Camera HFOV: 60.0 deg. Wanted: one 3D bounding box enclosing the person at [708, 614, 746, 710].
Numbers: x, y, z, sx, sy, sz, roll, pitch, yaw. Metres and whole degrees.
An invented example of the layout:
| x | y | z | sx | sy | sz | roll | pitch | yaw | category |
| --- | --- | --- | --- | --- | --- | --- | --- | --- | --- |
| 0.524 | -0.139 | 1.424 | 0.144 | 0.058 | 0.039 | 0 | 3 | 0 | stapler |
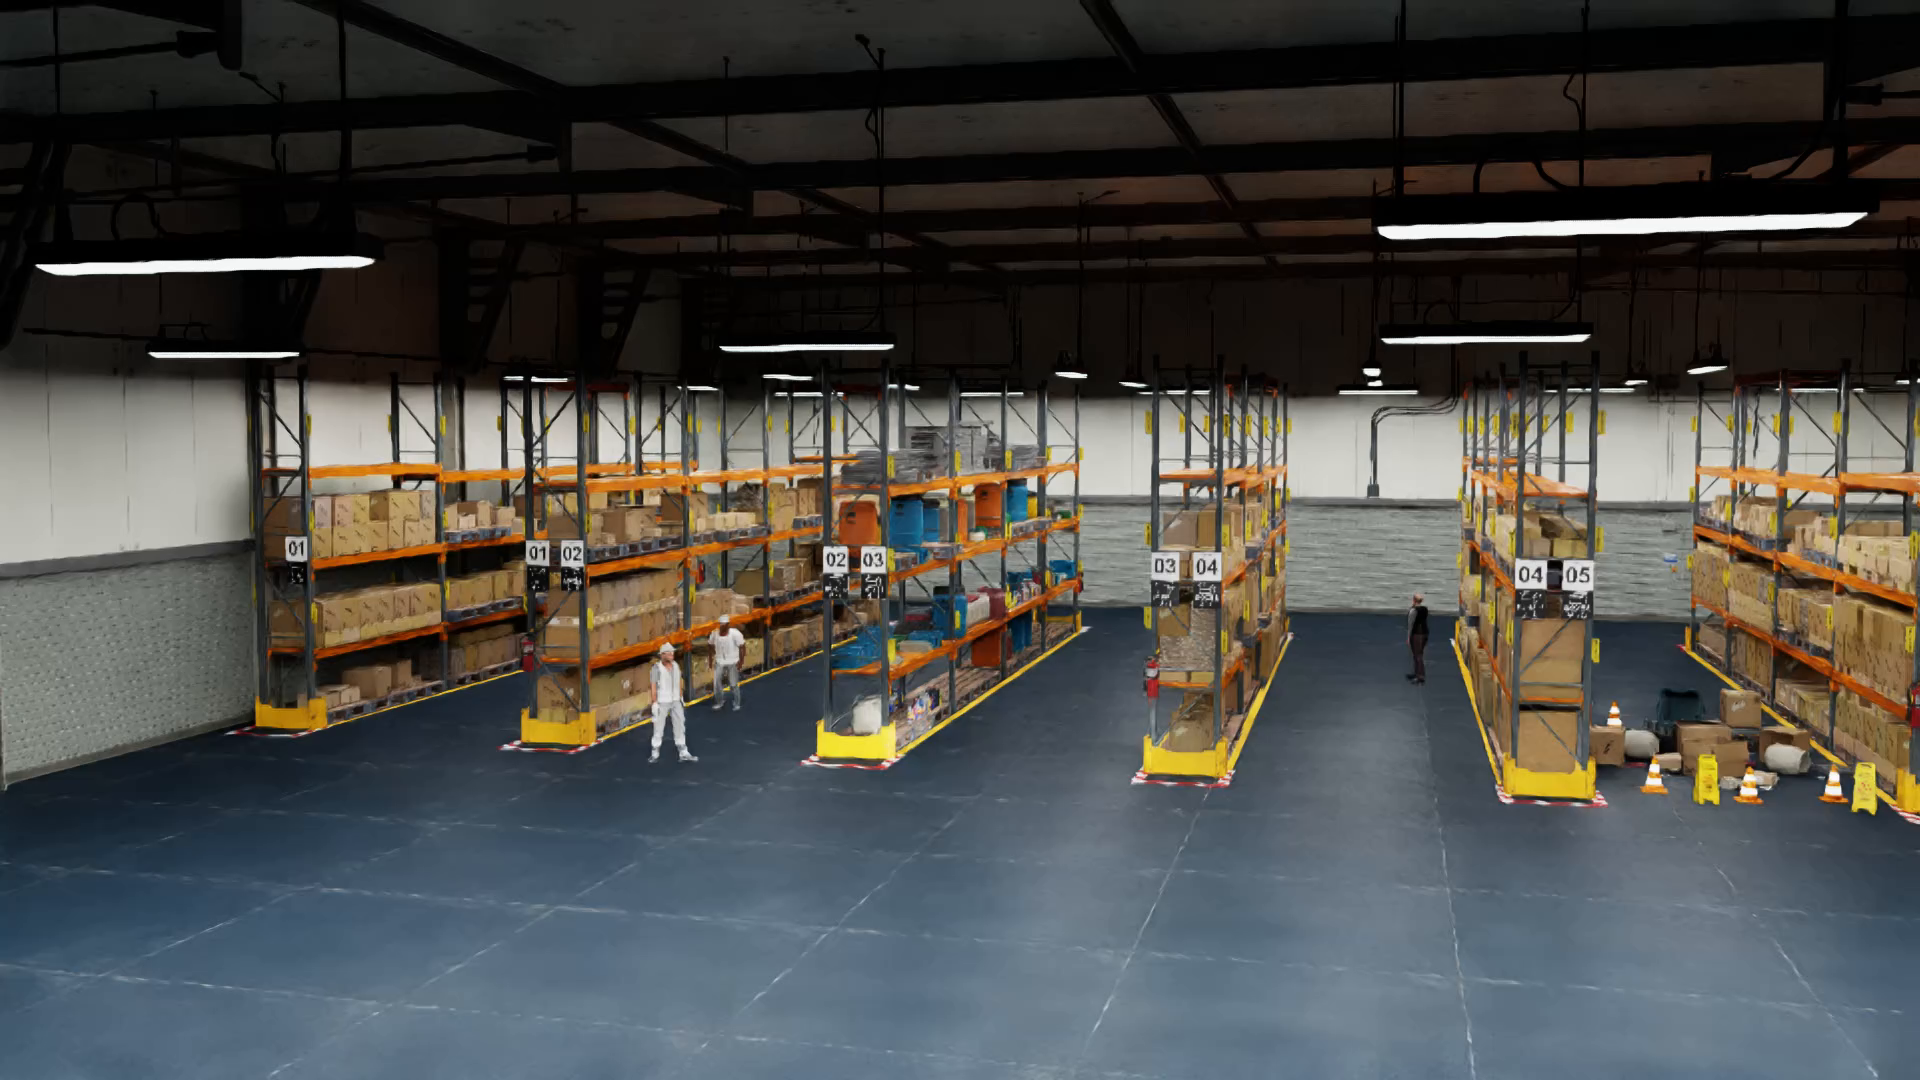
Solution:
| x | y | z | sx | sy | sz | roll | pitch | yaw | category |
| --- | --- | --- | --- | --- | --- | --- | --- | --- | --- |
| -4.101 | 2.144 | 29.151 | 0.719 | 1.714 | 0.578 | 1 | 4 | 12 | person |

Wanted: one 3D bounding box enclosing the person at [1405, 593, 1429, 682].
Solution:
| x | y | z | sx | sy | sz | roll | pitch | yaw | category |
| --- | --- | --- | --- | --- | --- | --- | --- | --- | --- |
| 8.918 | 1.933 | 32.515 | 0.569 | 1.627 | 0.627 | 4 | 6 | 45 | person |

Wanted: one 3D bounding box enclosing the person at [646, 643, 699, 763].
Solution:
| x | y | z | sx | sy | sz | roll | pitch | yaw | category |
| --- | --- | --- | --- | --- | --- | --- | --- | --- | --- |
| -4.287 | 2.402 | 24.569 | 0.692 | 1.785 | 0.533 | -4 | 5 | -42 | person |
